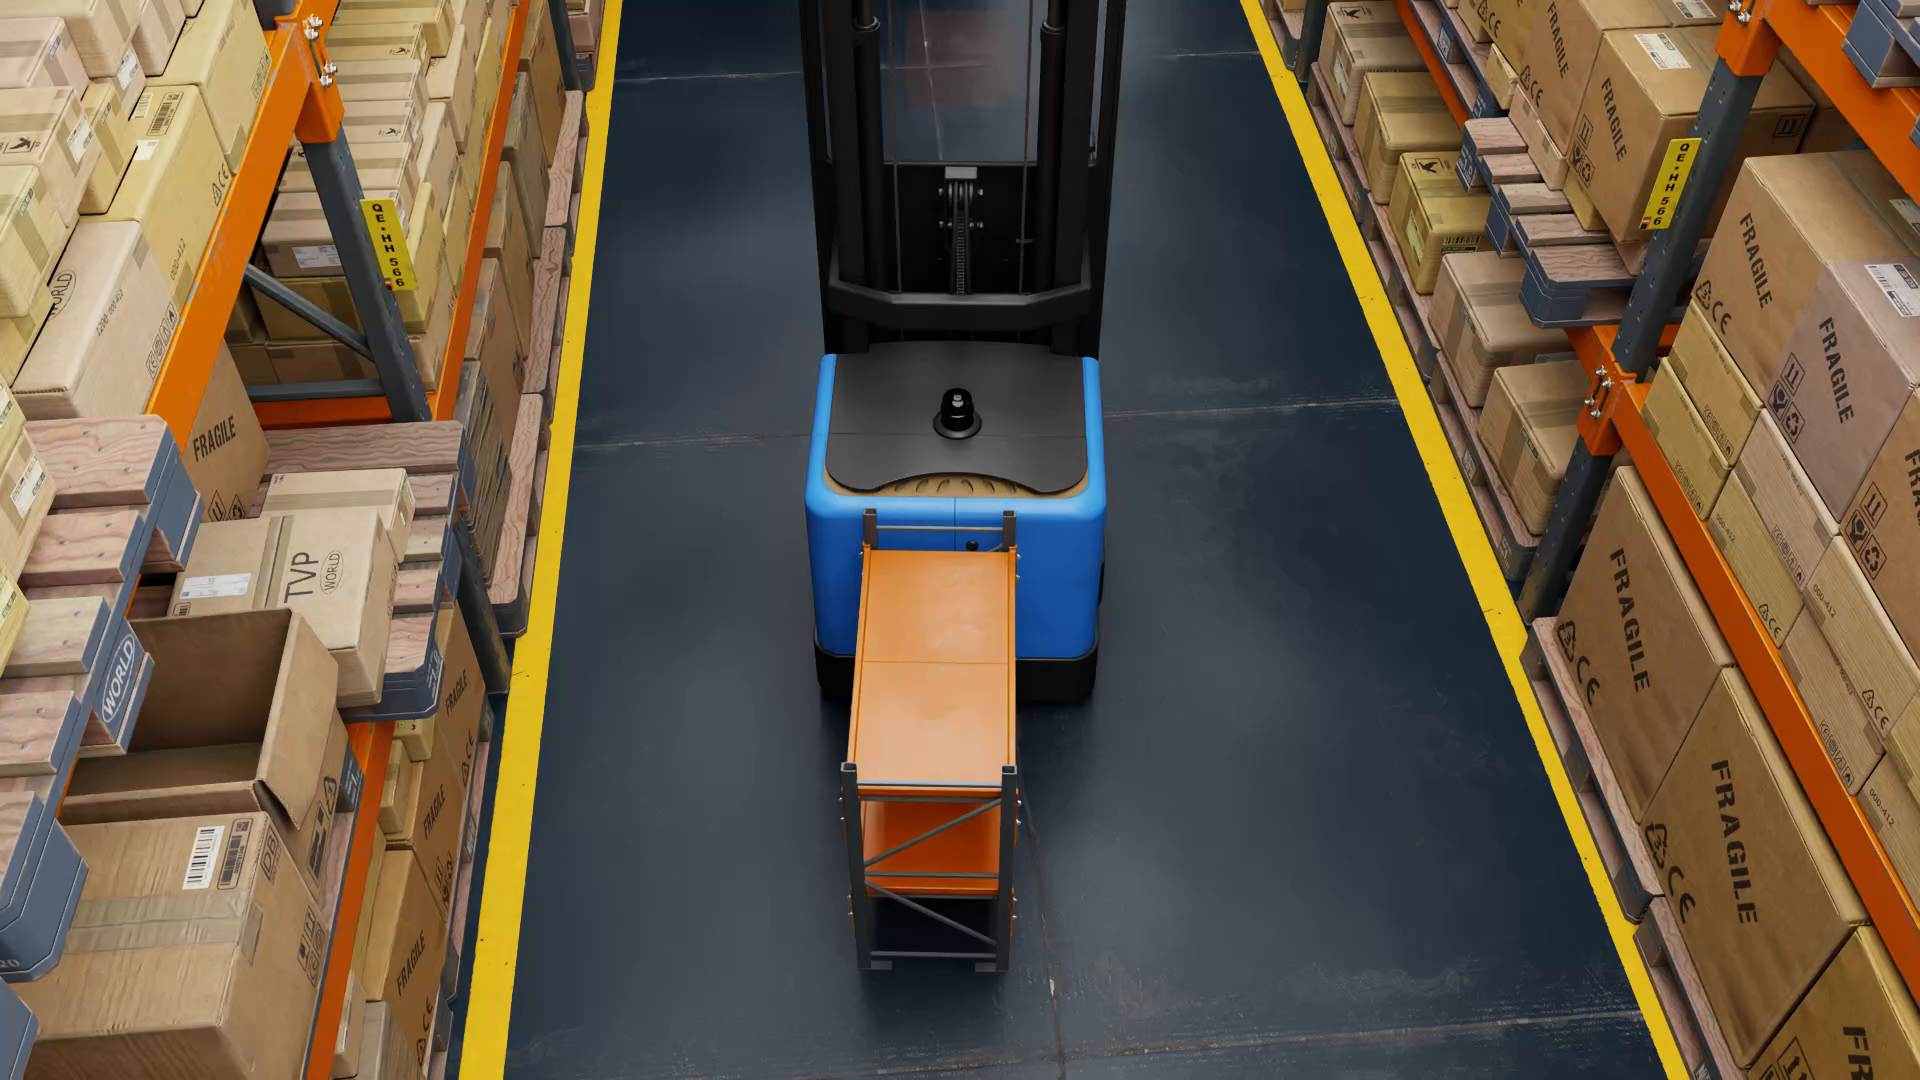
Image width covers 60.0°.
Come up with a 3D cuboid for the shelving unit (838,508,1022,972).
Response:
[{"bbox_3d":[-0.077,0.666,5.481,0.538,1.125,1.048,1,47,1],"label":"shelving unit"}]

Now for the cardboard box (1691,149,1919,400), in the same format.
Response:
[{"bbox_3d":[2.522,-0.767,4.789,0.500,0.500,0.500,-5,47,-5],"label":"cardboard box"}]

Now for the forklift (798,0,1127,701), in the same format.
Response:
[{"bbox_3d":[0.012,-1.461,6.251,1.130,2.935,3.031,1,47,1],"label":"forklift"}]

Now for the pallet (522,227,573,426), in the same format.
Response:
[{"bbox_3d":[-2.350,-0.976,7.665,1.003,0.211,1.213,-3,47,-3],"label":"pallet"}]

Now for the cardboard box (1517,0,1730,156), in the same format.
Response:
[{"bbox_3d":[2.355,-1.727,5.893,0.500,0.500,0.500,-4,47,-4],"label":"cardboard box"}]

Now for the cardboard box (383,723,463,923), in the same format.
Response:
[{"bbox_3d":[-1.940,0.915,5.387,0.500,0.500,0.500,-4,47,-4],"label":"cardboard box"}]

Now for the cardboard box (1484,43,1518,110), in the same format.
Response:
[{"bbox_3d":[2.252,-1.791,6.401,0.380,0.149,0.250,-3,47,-3],"label":"cardboard box"}]

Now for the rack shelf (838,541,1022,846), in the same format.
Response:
[{"bbox_3d":[-0.077,0.465,5.269,0.538,0.278,1.000,1,47,1],"label":"rack shelf"}]

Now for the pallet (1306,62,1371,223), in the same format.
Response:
[{"bbox_3d":[2.456,-2.132,8.761,1.003,0.211,1.213,-3,47,-3],"label":"pallet"}]

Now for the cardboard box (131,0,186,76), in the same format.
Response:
[{"bbox_3d":[-1.950,-1.142,3.665,0.380,0.149,0.250,-4,47,-4],"label":"cardboard box"}]

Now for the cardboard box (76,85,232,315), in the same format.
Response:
[{"bbox_3d":[-1.894,-0.716,3.536,0.500,0.250,0.500,-3,47,-3],"label":"cardboard box"}]

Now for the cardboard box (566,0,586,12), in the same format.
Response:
[{"bbox_3d":[-2.289,-3.090,9.007,0.500,0.250,0.500,-4,47,-3],"label":"cardboard box"}]

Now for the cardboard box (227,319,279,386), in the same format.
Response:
[{"bbox_3d":[-2.514,-0.714,5.600,0.500,0.250,0.500,-4,47,-4],"label":"cardboard box"}]

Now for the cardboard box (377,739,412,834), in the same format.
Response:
[{"bbox_3d":[-1.896,0.767,5.080,0.380,0.149,0.250,-5,47,-5],"label":"cardboard box"}]

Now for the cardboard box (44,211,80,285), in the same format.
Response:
[{"bbox_3d":[-1.918,-0.590,3.142,0.380,0.149,0.250,-3,47,-3],"label":"cardboard box"}]

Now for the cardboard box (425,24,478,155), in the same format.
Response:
[{"bbox_3d":[-2.082,-1.654,6.146,0.500,0.250,0.500,-5,47,-4],"label":"cardboard box"}]

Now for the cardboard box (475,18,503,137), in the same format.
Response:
[{"bbox_3d":[-2.144,-1.852,6.678,0.500,0.250,0.500,-2,47,-2],"label":"cardboard box"}]

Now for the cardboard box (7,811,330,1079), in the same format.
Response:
[{"bbox_3d":[-1.813,0.953,3.560,0.700,0.500,0.500,-4,47,-3],"label":"cardboard box"}]

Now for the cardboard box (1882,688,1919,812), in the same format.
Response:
[{"bbox_3d":[2.622,0.604,4.007,0.500,0.250,0.500,-3,47,-3],"label":"cardboard box"}]

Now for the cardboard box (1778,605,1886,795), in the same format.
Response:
[{"bbox_3d":[2.613,0.411,4.535,0.500,0.250,0.500,-2,47,-2],"label":"cardboard box"}]

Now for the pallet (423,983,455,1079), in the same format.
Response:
[{"bbox_3d":[-2.098,1.926,4.917,1.003,0.211,1.213,-3,47,-3],"label":"pallet"}]

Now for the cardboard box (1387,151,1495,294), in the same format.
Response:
[{"bbox_3d":[2.560,-1.493,7.755,0.950,0.372,0.625,-2,47,-2],"label":"cardboard box"}]

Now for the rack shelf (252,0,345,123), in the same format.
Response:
[{"bbox_3d":[-2.389,-2.687,5.795,1.077,0.370,4.000,-3,47,-3],"label":"rack shelf"}]

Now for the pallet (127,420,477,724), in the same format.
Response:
[{"bbox_3d":[-2.095,0.096,4.862,1.213,0.211,1.003,-3,47,-3],"label":"pallet"}]

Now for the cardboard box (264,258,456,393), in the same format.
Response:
[{"bbox_3d":[-2.015,-0.740,5.625,0.500,0.250,0.500,-3,47,-3],"label":"cardboard box"}]

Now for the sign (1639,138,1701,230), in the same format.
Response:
[{"bbox_3d":[2.185,-1.091,5.111,0.100,0.325,0.005,-3,47,-3],"label":"sign"}]

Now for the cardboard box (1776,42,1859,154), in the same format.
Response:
[{"bbox_3d":[2.917,-1.381,5.566,0.500,0.500,0.500,-5,47,-4],"label":"cardboard box"}]

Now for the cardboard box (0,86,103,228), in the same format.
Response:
[{"bbox_3d":[-1.813,-0.688,3.030,0.380,0.149,0.250,-4,47,-4],"label":"cardboard box"}]

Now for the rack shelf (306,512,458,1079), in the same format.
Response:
[{"bbox_3d":[-2.054,1.238,4.143,1.077,0.370,4.000,-3,47,-3],"label":"rack shelf"}]

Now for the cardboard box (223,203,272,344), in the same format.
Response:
[{"bbox_3d":[-2.536,-0.884,5.417,0.500,0.250,0.500,-3,47,-2],"label":"cardboard box"}]

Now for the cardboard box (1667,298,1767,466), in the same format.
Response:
[{"bbox_3d":[2.521,-0.499,5.052,0.500,0.250,0.500,-4,47,-4],"label":"cardboard box"}]

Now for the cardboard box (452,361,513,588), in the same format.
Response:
[{"bbox_3d":[-2.260,-0.236,6.390,0.875,0.625,0.625,-2,47,-2],"label":"cardboard box"}]

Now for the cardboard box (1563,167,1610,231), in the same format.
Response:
[{"bbox_3d":[2.368,-1.231,5.870,0.380,0.149,0.250,-3,47,-3],"label":"cardboard box"}]

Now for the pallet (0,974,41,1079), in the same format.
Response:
[{"bbox_3d":[-1.871,0.995,1.942,1.213,0.211,1.003,-3,47,-3],"label":"pallet"}]

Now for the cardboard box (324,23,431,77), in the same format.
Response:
[{"bbox_3d":[-2.111,-1.708,5.922,0.380,0.149,0.250,-3,47,-3],"label":"cardboard box"}]

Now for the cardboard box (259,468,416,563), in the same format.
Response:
[{"bbox_3d":[-1.784,-0.062,4.763,0.380,0.149,0.250,-3,47,-3],"label":"cardboard box"}]

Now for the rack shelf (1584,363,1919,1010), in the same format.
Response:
[{"bbox_3d":[2.892,0.934,4.431,1.077,0.370,4.000,-3,47,-3],"label":"rack shelf"}]

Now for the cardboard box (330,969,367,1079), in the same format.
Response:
[{"bbox_3d":[-1.845,1.339,4.538,0.380,0.149,0.250,-6,47,-5],"label":"cardboard box"}]

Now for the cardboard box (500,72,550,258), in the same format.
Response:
[{"bbox_3d":[-2.444,-1.739,7.814,0.875,0.625,0.625,-4,47,-4],"label":"cardboard box"}]

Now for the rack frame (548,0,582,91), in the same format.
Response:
[{"bbox_3d":[-2.556,-3.350,7.993,1.000,3.000,0.127,-3,47,-3],"label":"rack frame"}]

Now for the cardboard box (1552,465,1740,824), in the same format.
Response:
[{"bbox_3d":[2.700,0.331,5.682,0.875,0.875,0.875,-4,47,-4],"label":"cardboard box"}]

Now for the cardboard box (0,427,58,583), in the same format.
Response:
[{"bbox_3d":[-1.669,-0.037,2.604,0.380,0.149,0.250,-3,47,-2],"label":"cardboard box"}]

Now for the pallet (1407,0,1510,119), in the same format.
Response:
[{"bbox_3d":[2.518,-2.124,6.964,1.003,0.211,1.213,-3,47,-3],"label":"pallet"}]

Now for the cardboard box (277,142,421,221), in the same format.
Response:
[{"bbox_3d":[-1.978,-1.155,5.399,0.380,0.149,0.250,-3,47,-2],"label":"cardboard box"}]
